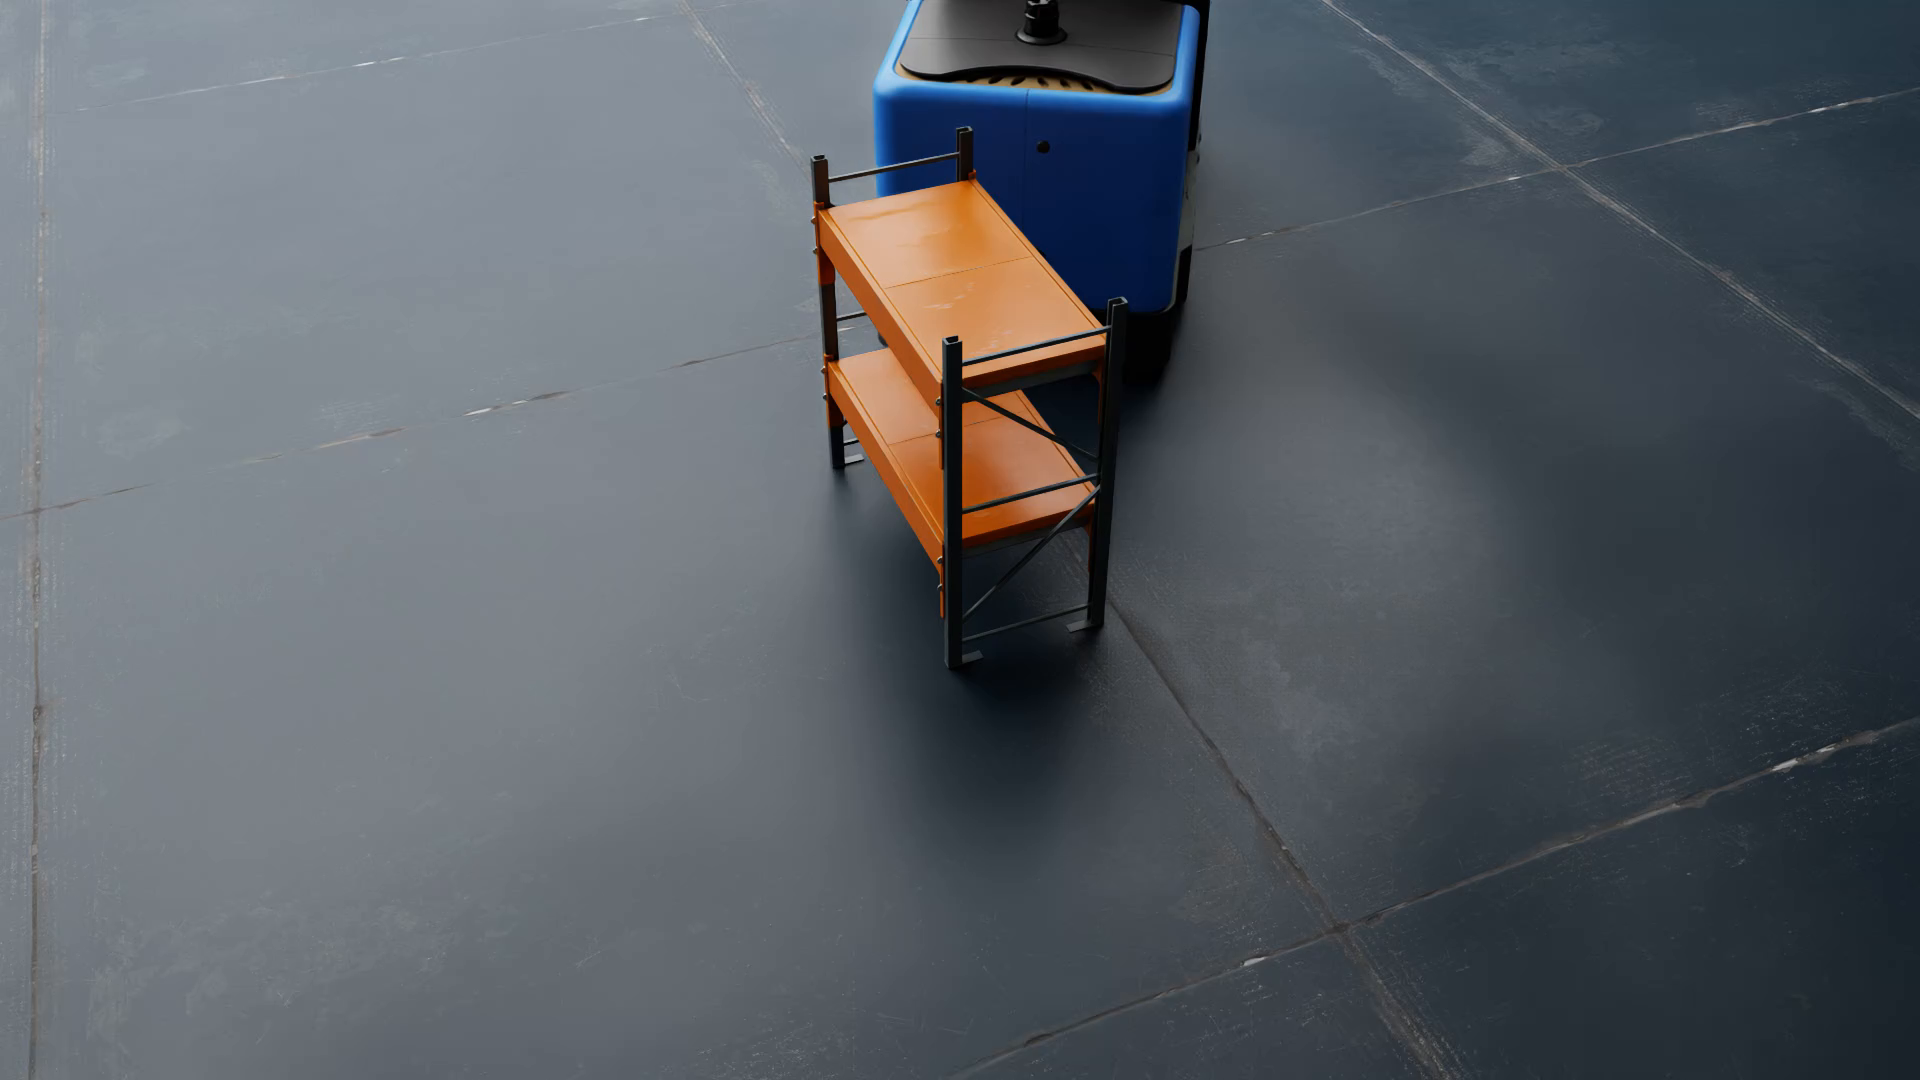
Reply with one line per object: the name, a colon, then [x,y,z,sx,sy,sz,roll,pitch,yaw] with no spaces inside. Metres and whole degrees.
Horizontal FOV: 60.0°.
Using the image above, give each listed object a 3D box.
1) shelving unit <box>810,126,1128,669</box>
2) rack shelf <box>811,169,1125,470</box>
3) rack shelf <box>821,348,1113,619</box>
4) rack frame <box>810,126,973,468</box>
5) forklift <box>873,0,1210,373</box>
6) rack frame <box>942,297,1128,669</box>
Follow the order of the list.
shelving unit: [-0.003,-0.431,4.888,0.538,1.125,1.048,-15,43,-17]
rack shelf: [-0.003,-0.652,4.697,0.538,0.278,1.000,-15,43,-17]
rack shelf: [-0.003,-0.245,5.047,0.538,0.278,1.000,-15,43,-17]
rack frame: [-0.197,-0.737,5.244,0.500,1.125,0.032,-15,43,-17]
forklift: [0.440,-2.659,6.094,1.130,2.935,3.031,6,41,7]
rack frame: [0.192,-0.124,4.532,0.500,1.125,0.032,-15,43,-17]
